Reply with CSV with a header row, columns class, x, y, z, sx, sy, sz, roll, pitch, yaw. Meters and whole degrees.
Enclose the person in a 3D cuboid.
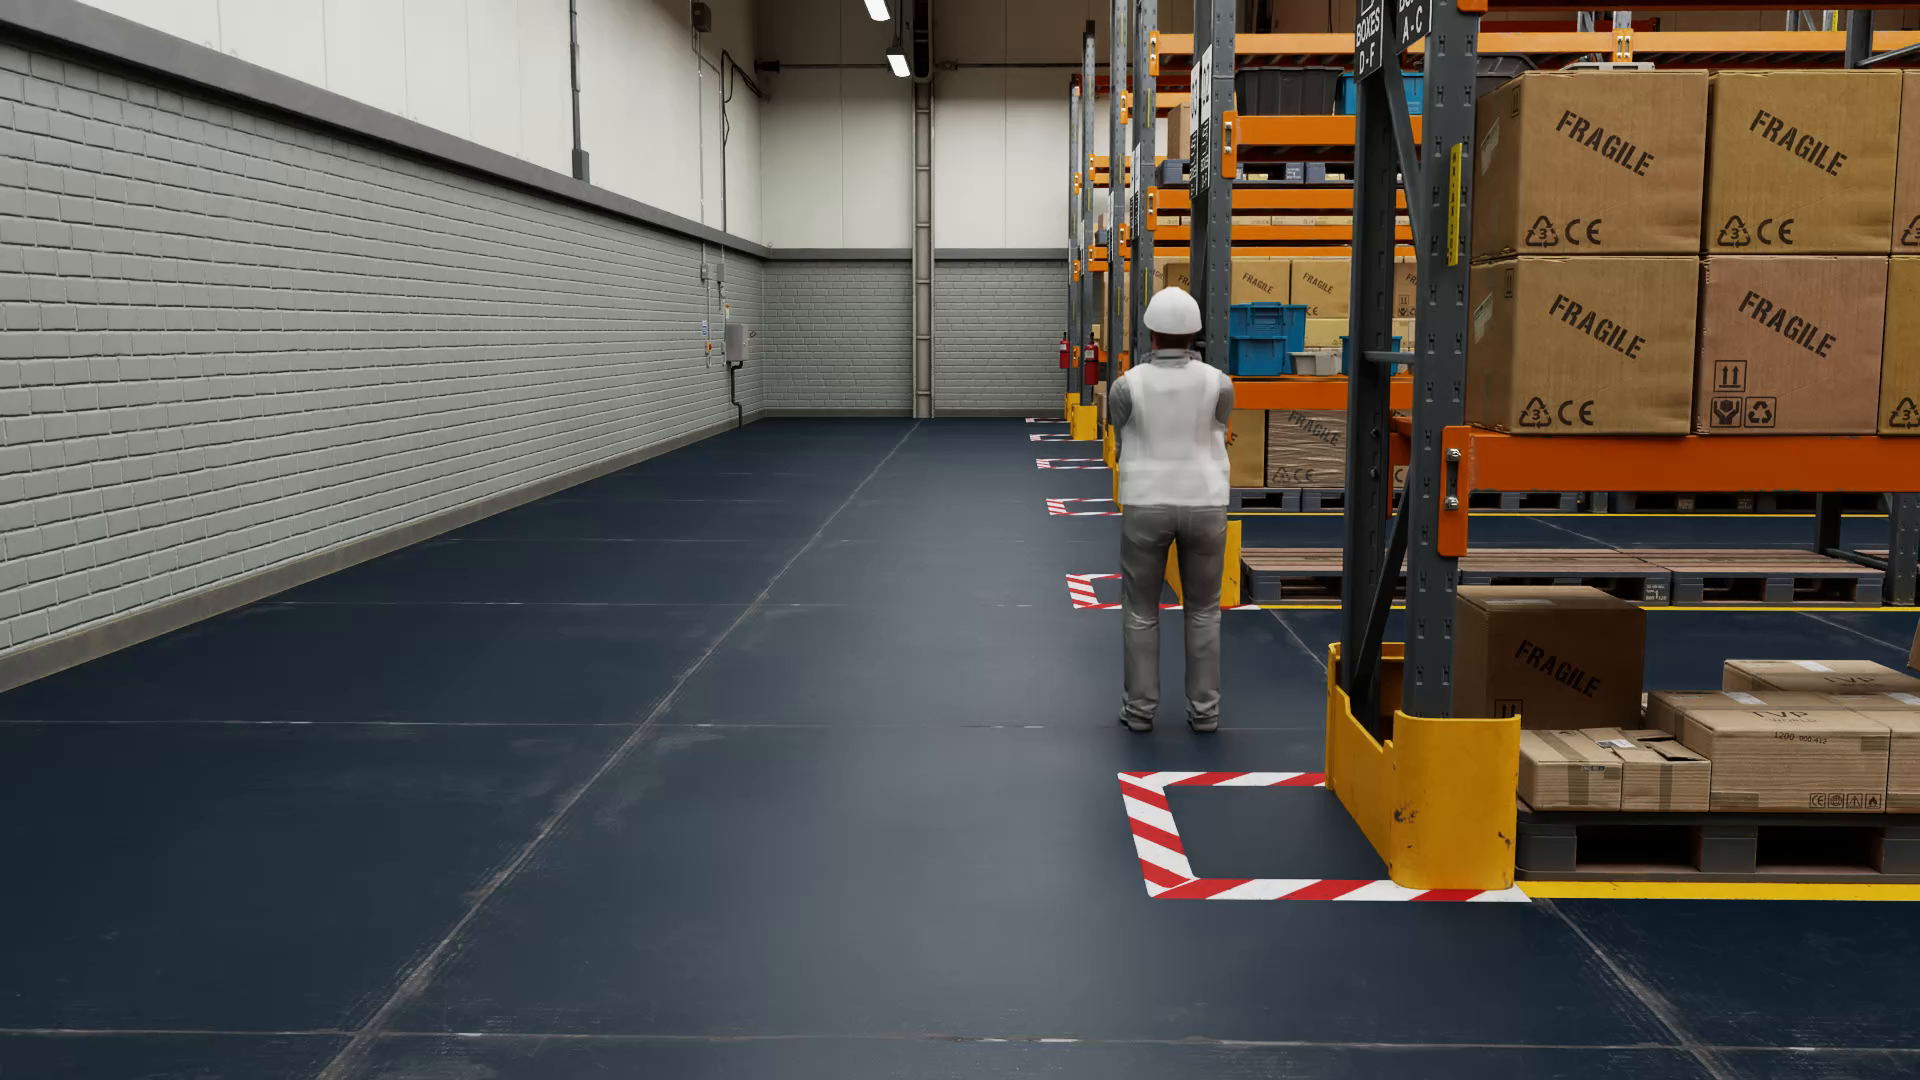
class,x,y,z,sx,sy,sz,roll,pitch,yaw
person,0.844,-0.130,6.731,0.484,1.763,0.549,0,7,2
